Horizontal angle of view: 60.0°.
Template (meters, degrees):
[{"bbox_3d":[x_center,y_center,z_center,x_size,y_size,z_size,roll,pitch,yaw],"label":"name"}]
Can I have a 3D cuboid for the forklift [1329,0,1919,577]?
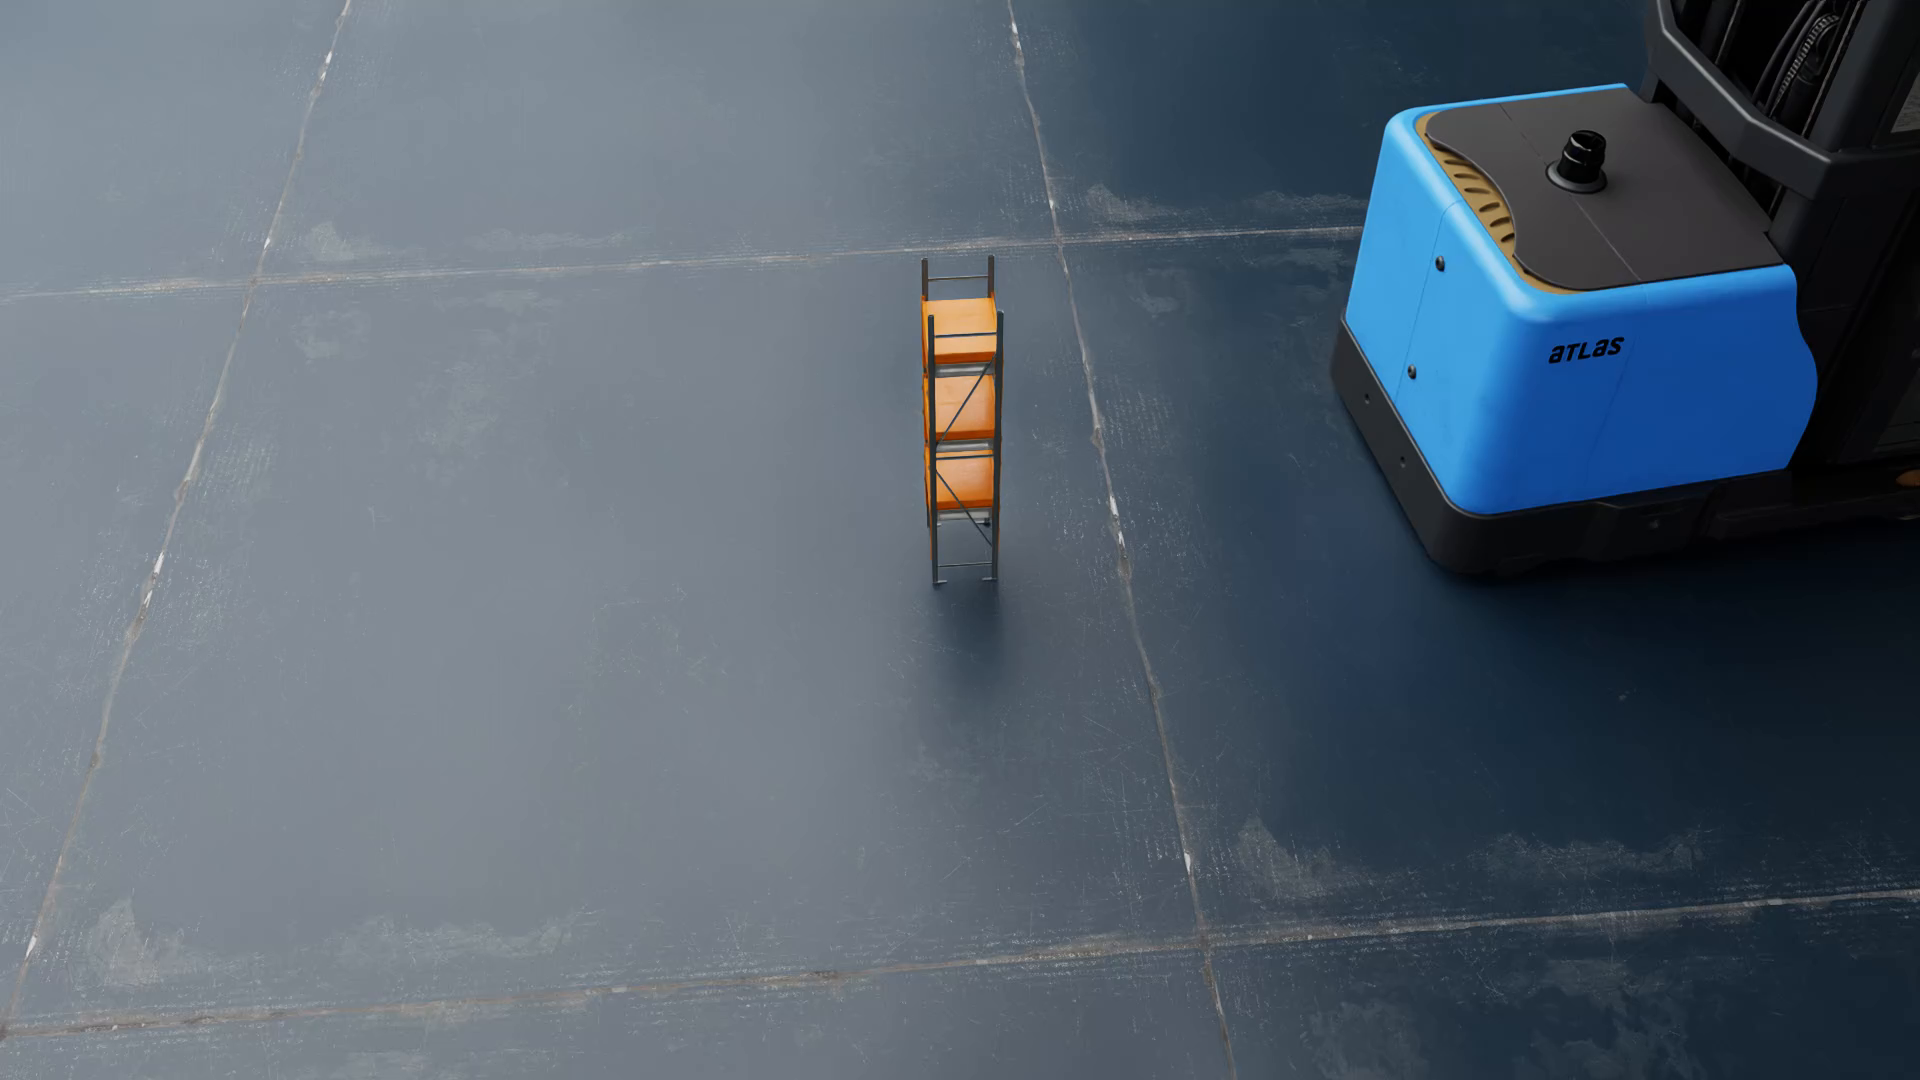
[{"bbox_3d":[2.835,-1.441,4.596,3.031,2.935,1.130,-9,47,-8],"label":"forklift"}]

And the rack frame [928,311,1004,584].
[{"bbox_3d":[0.015,-0.234,4.749,0.200,1.050,0.008,-3,47,-3],"label":"rack frame"}]

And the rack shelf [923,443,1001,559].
[{"bbox_3d":[0.004,-0.124,5.042,0.215,0.259,0.240,-3,47,-3],"label":"rack shelf"}]

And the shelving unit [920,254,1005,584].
[{"bbox_3d":[0.004,-0.322,4.832,0.215,1.050,0.252,-3,47,-3],"label":"shelving unit"}]

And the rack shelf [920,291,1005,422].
[{"bbox_3d":[0.004,-0.510,4.634,0.215,0.259,0.240,-3,47,-3],"label":"rack shelf"}]

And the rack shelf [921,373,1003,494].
[{"bbox_3d":[0.004,-0.315,4.840,0.215,0.259,0.240,-3,47,-3],"label":"rack shelf"}]

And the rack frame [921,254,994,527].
[{"bbox_3d":[-0.006,-0.411,4.916,0.200,1.050,0.008,-3,47,-3],"label":"rack frame"}]
